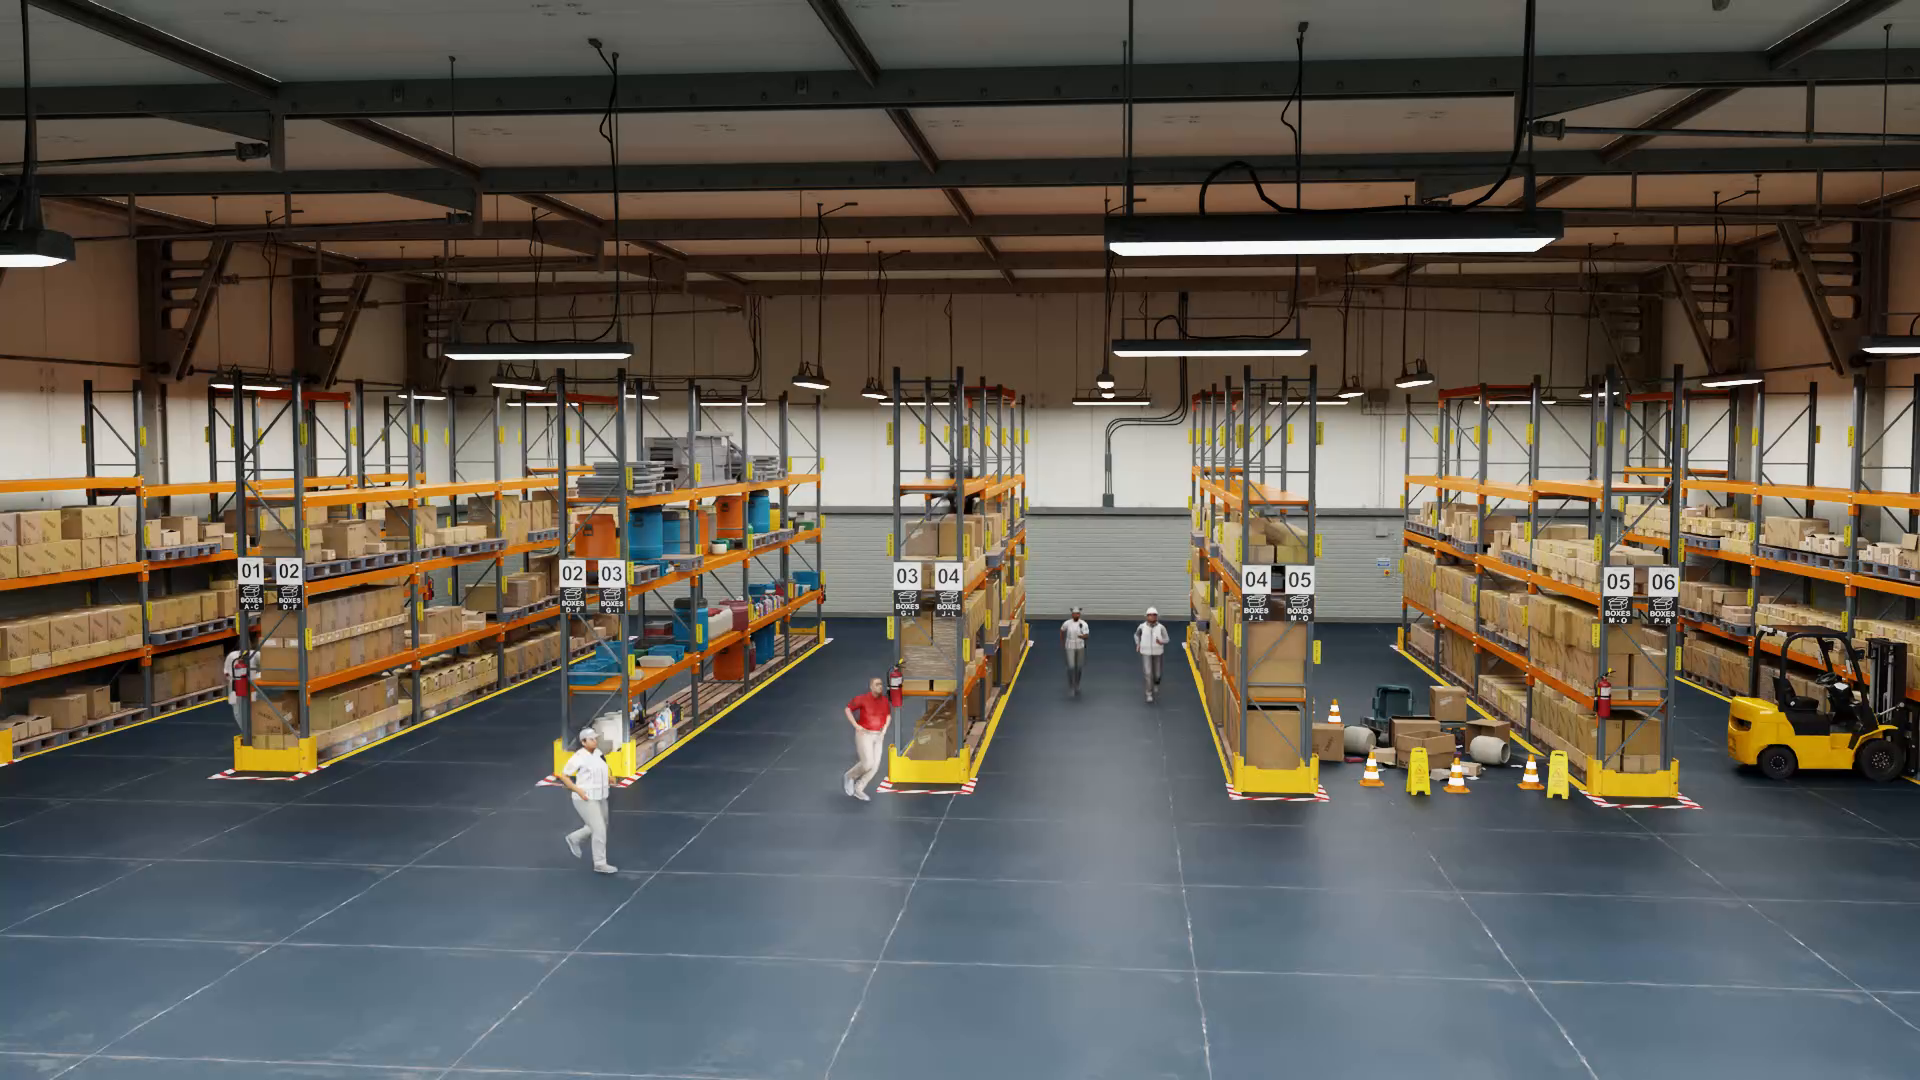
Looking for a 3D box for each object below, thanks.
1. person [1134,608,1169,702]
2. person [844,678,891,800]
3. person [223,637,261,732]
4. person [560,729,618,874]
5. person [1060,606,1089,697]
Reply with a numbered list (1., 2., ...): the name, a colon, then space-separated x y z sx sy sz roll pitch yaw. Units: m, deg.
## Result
1. person: 3.632 2.156 31.532 0.666 1.750 0.930 0 4 4
2. person: -1.227 2.740 23.022 0.666 1.676 0.553 -3 4 -38
3. person: -11.722 2.435 27.154 0.698 1.733 0.634 0 4 0
4. person: -4.289 2.990 19.203 0.823 1.634 0.620 2 4 26
5. person: 2.232 2.152 32.300 0.546 1.758 0.755 0 4 -4
